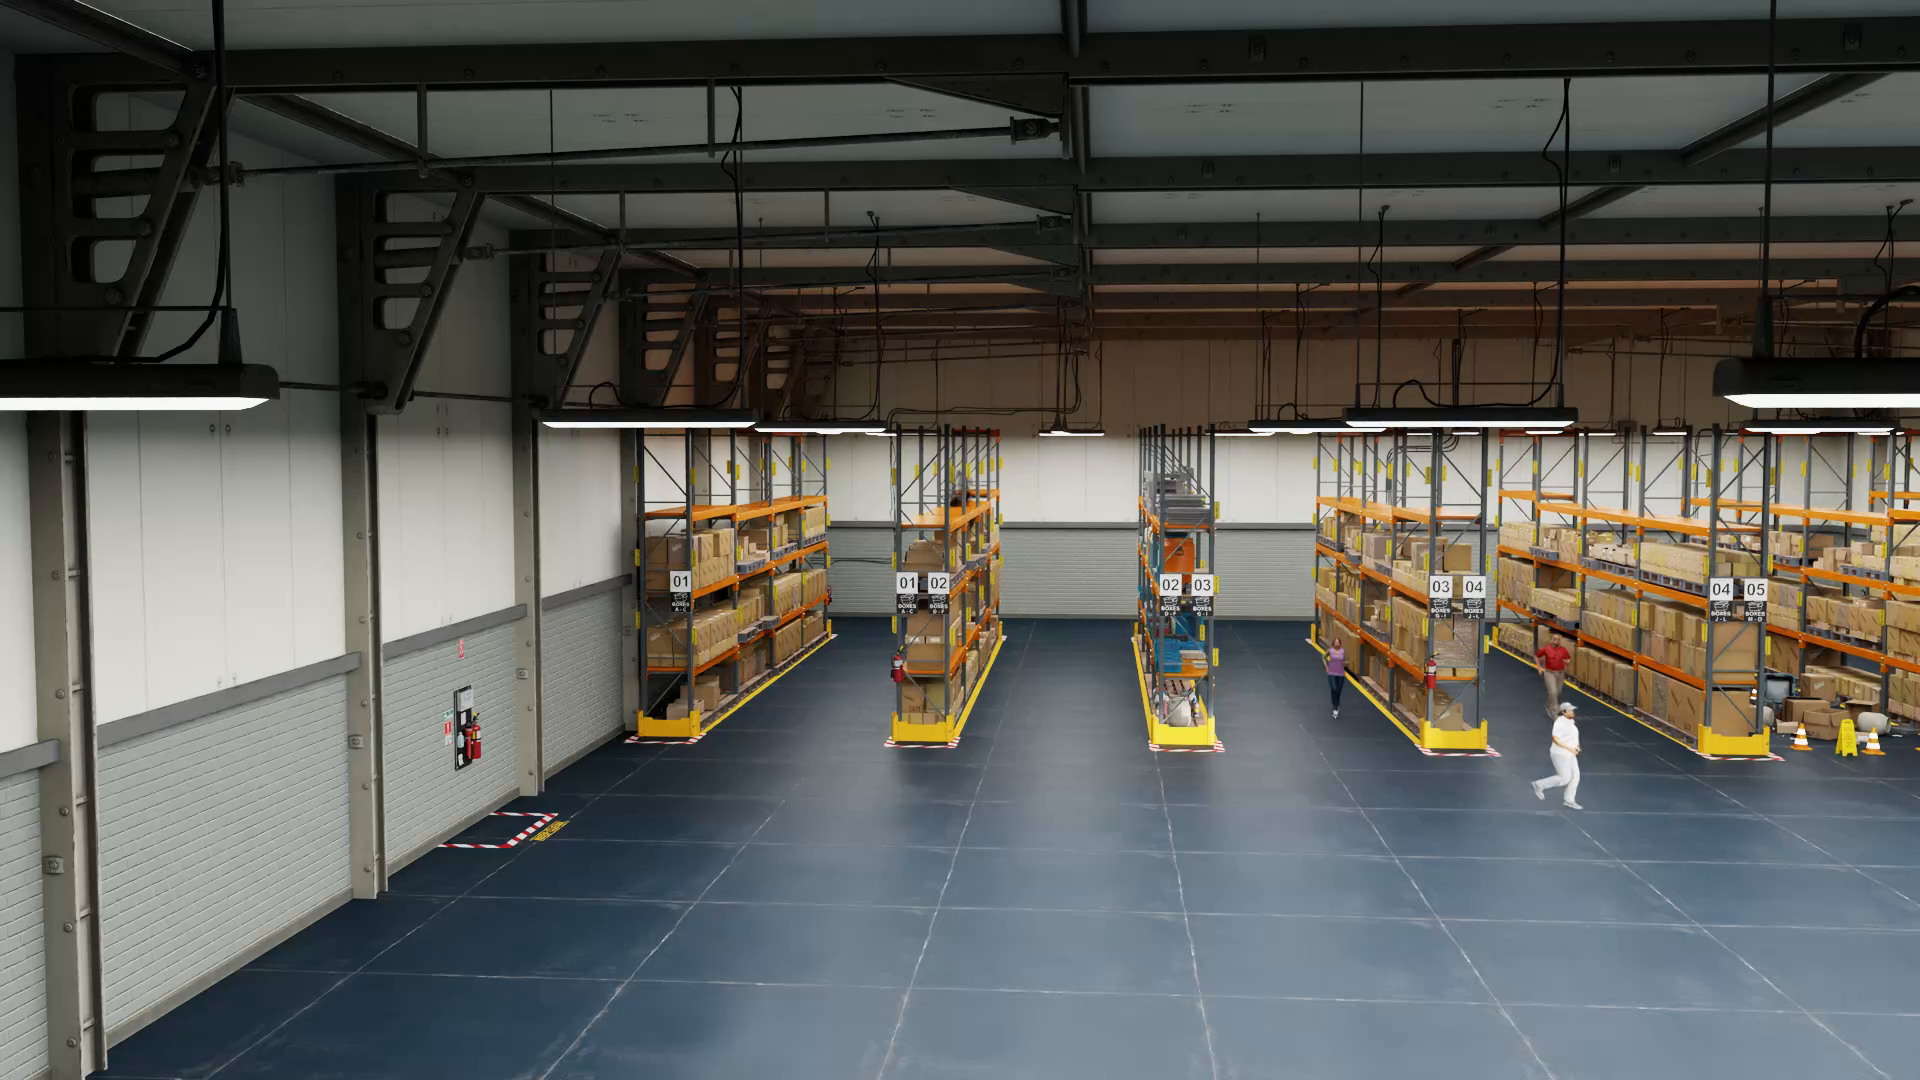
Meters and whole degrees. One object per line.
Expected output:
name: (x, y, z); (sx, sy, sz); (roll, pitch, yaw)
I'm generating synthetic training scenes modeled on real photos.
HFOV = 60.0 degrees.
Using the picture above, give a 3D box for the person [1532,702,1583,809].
person: (9.360, 3.341, 25.913); (0.727, 1.659, 0.612); (3, 4, 38)

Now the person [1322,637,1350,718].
person: (7.782, 2.819, 34.408); (0.526, 1.628, 0.722); (0, 3, 1)

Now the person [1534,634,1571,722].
person: (12.084, 2.789, 33.810); (0.651, 1.760, 0.896); (-1, 4, -9)
